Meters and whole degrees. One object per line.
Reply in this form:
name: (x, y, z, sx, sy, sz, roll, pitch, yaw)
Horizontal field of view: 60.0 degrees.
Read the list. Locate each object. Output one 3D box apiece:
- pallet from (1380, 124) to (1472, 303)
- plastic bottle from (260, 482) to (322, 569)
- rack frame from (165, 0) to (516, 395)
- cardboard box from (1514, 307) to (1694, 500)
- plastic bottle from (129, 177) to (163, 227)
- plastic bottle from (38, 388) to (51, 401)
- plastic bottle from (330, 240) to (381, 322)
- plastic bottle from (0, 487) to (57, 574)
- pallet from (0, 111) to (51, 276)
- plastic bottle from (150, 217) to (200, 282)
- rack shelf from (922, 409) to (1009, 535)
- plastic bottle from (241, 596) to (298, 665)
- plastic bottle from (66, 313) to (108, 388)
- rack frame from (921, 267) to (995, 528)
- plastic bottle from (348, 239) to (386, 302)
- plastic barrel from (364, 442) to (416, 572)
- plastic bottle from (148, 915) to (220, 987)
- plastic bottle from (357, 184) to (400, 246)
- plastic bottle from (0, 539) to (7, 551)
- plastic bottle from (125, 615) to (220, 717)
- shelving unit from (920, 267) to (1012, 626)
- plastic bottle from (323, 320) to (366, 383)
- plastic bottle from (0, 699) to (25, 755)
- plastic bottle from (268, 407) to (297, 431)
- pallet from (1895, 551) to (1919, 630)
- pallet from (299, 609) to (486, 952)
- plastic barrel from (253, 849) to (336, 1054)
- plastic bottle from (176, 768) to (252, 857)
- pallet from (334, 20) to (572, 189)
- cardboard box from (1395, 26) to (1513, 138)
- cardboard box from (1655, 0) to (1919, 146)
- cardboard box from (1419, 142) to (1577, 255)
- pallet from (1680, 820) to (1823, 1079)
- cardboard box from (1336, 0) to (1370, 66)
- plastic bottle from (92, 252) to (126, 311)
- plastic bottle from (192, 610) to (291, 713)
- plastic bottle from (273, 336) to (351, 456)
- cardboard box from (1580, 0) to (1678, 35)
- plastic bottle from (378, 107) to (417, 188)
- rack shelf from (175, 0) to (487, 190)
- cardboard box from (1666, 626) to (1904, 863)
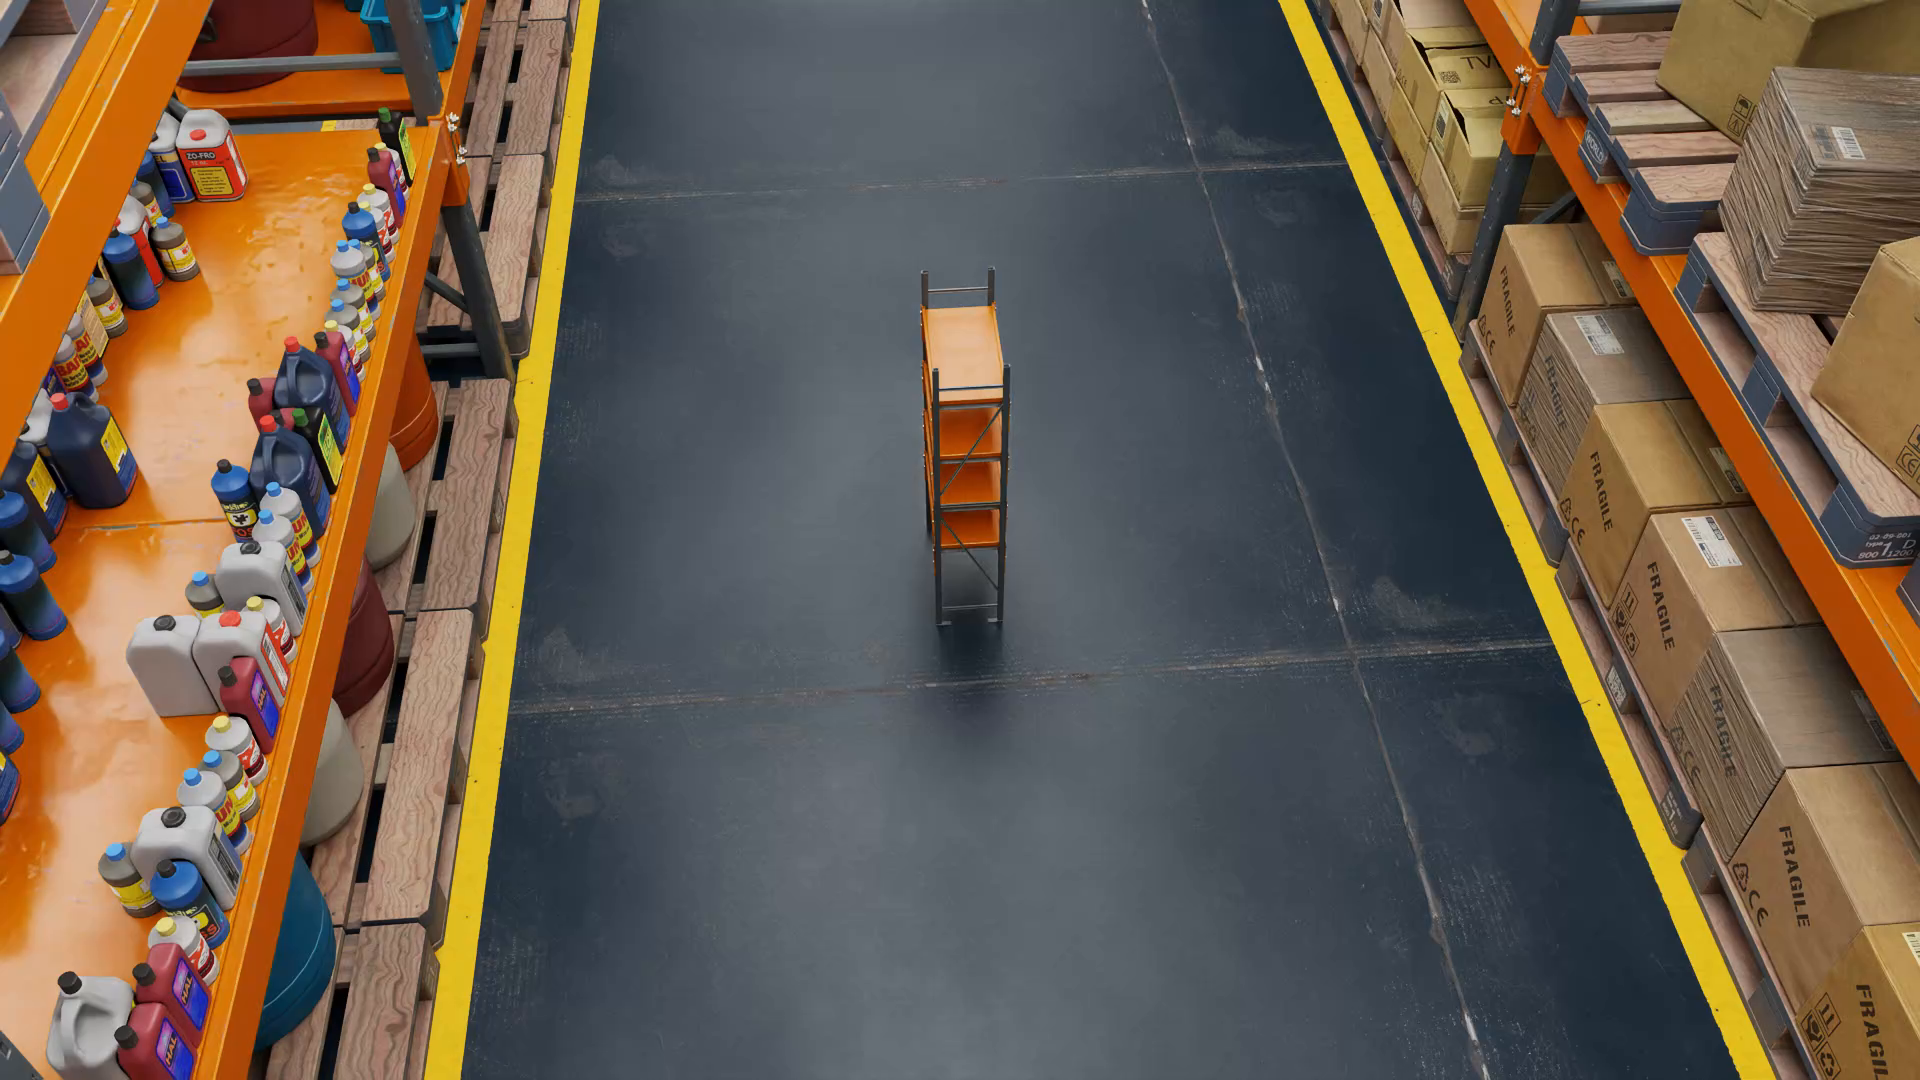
pallet: (2.575, -1.567, 7.589, 1.003, 0.211, 1.213, -3, 47, -3)
plastic bottle: (-1.743, -0.043, 4.314, 0.097, 0.271, 0.097, 0, 47, 0)
rack frame: (-2.331, -1.630, 5.728, 1.000, 3.000, 0.127, -3, 47, -3)
cardboard box: (2.408, -0.495, 6.071, 0.500, 0.500, 0.500, -5, 47, -5)
plastic bottle: (-2.627, -1.073, 5.337, 0.097, 0.201, 0.097, 0, 47, 0)
plastic bottle: (-2.538, -0.332, 4.587, 0.097, 0.271, 0.097, 0, 47, 0)
plastic bottle: (-1.829, -0.786, 5.017, 0.097, 0.271, 0.097, 0, 47, 0)
plastic bottle: (-2.443, -0.034, 4.305, 0.097, 0.271, 0.097, 0, 47, 0)
pallet: (-2.160, -0.264, 2.498, 1.213, 0.211, 1.003, -3, 47, -3)
plastic bottle: (-2.456, -0.915, 5.188, 0.097, 0.201, 0.097, 0, 47, 0)
rack shelf: (0.014, -0.247, 5.750, 0.258, 0.148, 0.480, -3, 47, -3)
plastic bottle: (-1.716, 0.219, 4.114, 0.097, 0.201, 0.097, 0, 47, 0)
plastic bottle: (-2.566, -0.569, 4.812, 0.097, 0.271, 0.097, 0, 47, 0)
rack frame: (-0.007, -0.469, 5.868, 0.240, 1.200, 0.015, -3, 47, -3)
plastic bottle: (-1.837, -0.832, 5.109, 0.097, 0.201, 0.097, 0, 47, 0)
plastic barrel: (-2.137, -0.163, 5.762, 0.421, 0.512, 0.421, 0, 47, 0)
plastic bottle: (-1.641, 0.862, 3.504, 0.097, 0.201, 0.097, 0, 47, 0)
plastic bottle: (-1.862, -1.043, 5.309, 0.097, 0.201, 0.097, 0, 47, 0)
plastic bottle: (-2.520, -0.020, 4.284, 0.061, 0.283, 0.133, -3, 47, -3)
plastic bottle: (-1.885, 0.288, 3.997, 0.152, 0.276, 0.135, -3, 47, -3)
shelving unit: (0.014, -0.293, 5.701, 0.258, 1.200, 0.503, -3, 47, -3)
plastic bottle: (-1.805, -0.550, 4.842, 0.097, 0.201, 0.097, 0, 47, 0)
plastic bottle: (-2.302, 0.393, 3.901, 0.097, 0.271, 0.097, 0, 47, 0)
plastic bottle: (-1.811, -0.262, 4.513, 0.061, 0.283, 0.133, -3, 47, -3)
pallet: (2.982, 0.447, 3.893, 1.003, 0.211, 1.213, -3, 47, -3)
pallet: (-2.125, 0.777, 5.368, 1.003, 0.211, 1.213, -3, 47, -3)
plastic barrel: (-2.084, 0.934, 4.455, 0.600, 0.901, 0.708, -3, 47, -3)
plastic bottle: (-1.669, 0.600, 3.704, 0.097, 0.271, 0.097, 0, 47, 0)
pallet: (-2.457, -2.115, 8.107, 1.003, 0.211, 1.213, -3, 47, -3)
cardboard box: (2.266, -2.060, 7.353, 0.500, 0.311, 0.500, -4, 47, -4)
cardboard box: (2.770, -1.658, 5.396, 0.700, 0.500, 0.500, -18, 49, -16)
cardboard box: (2.318, -1.493, 7.203, 0.500, 0.250, 0.500, -2, 47, -2)
pallet: (2.834, 1.338, 4.837, 1.003, 0.211, 1.213, -3, 47, -3)
cardboard box: (2.186, -2.602, 8.253, 0.500, 0.250, 0.500, -3, 47, -3)
plastic bottle: (-2.613, -0.823, 5.043, 0.061, 0.283, 0.133, -3, 47, -3)
plastic bottle: (-1.733, 0.279, 4.005, 0.152, 0.276, 0.135, -3, 47, -3)
plastic bottle: (-1.805, -0.402, 4.598, 0.144, 0.351, 0.185, -3, 47, -3)
cardboard box: (2.618, -2.163, 6.294, 0.500, 0.311, 0.500, -1, 47, -1)
plastic bottle: (-1.872, -1.323, 5.517, 0.061, 0.283, 0.133, -3, 47, -3)
rack shelf: (-2.499, -2.830, 7.359, 1.077, 0.370, 4.000, -3, 47, -3)
cardboard box: (2.538, 0.613, 5.022, 0.500, 0.500, 0.500, -3, 47, -3)
